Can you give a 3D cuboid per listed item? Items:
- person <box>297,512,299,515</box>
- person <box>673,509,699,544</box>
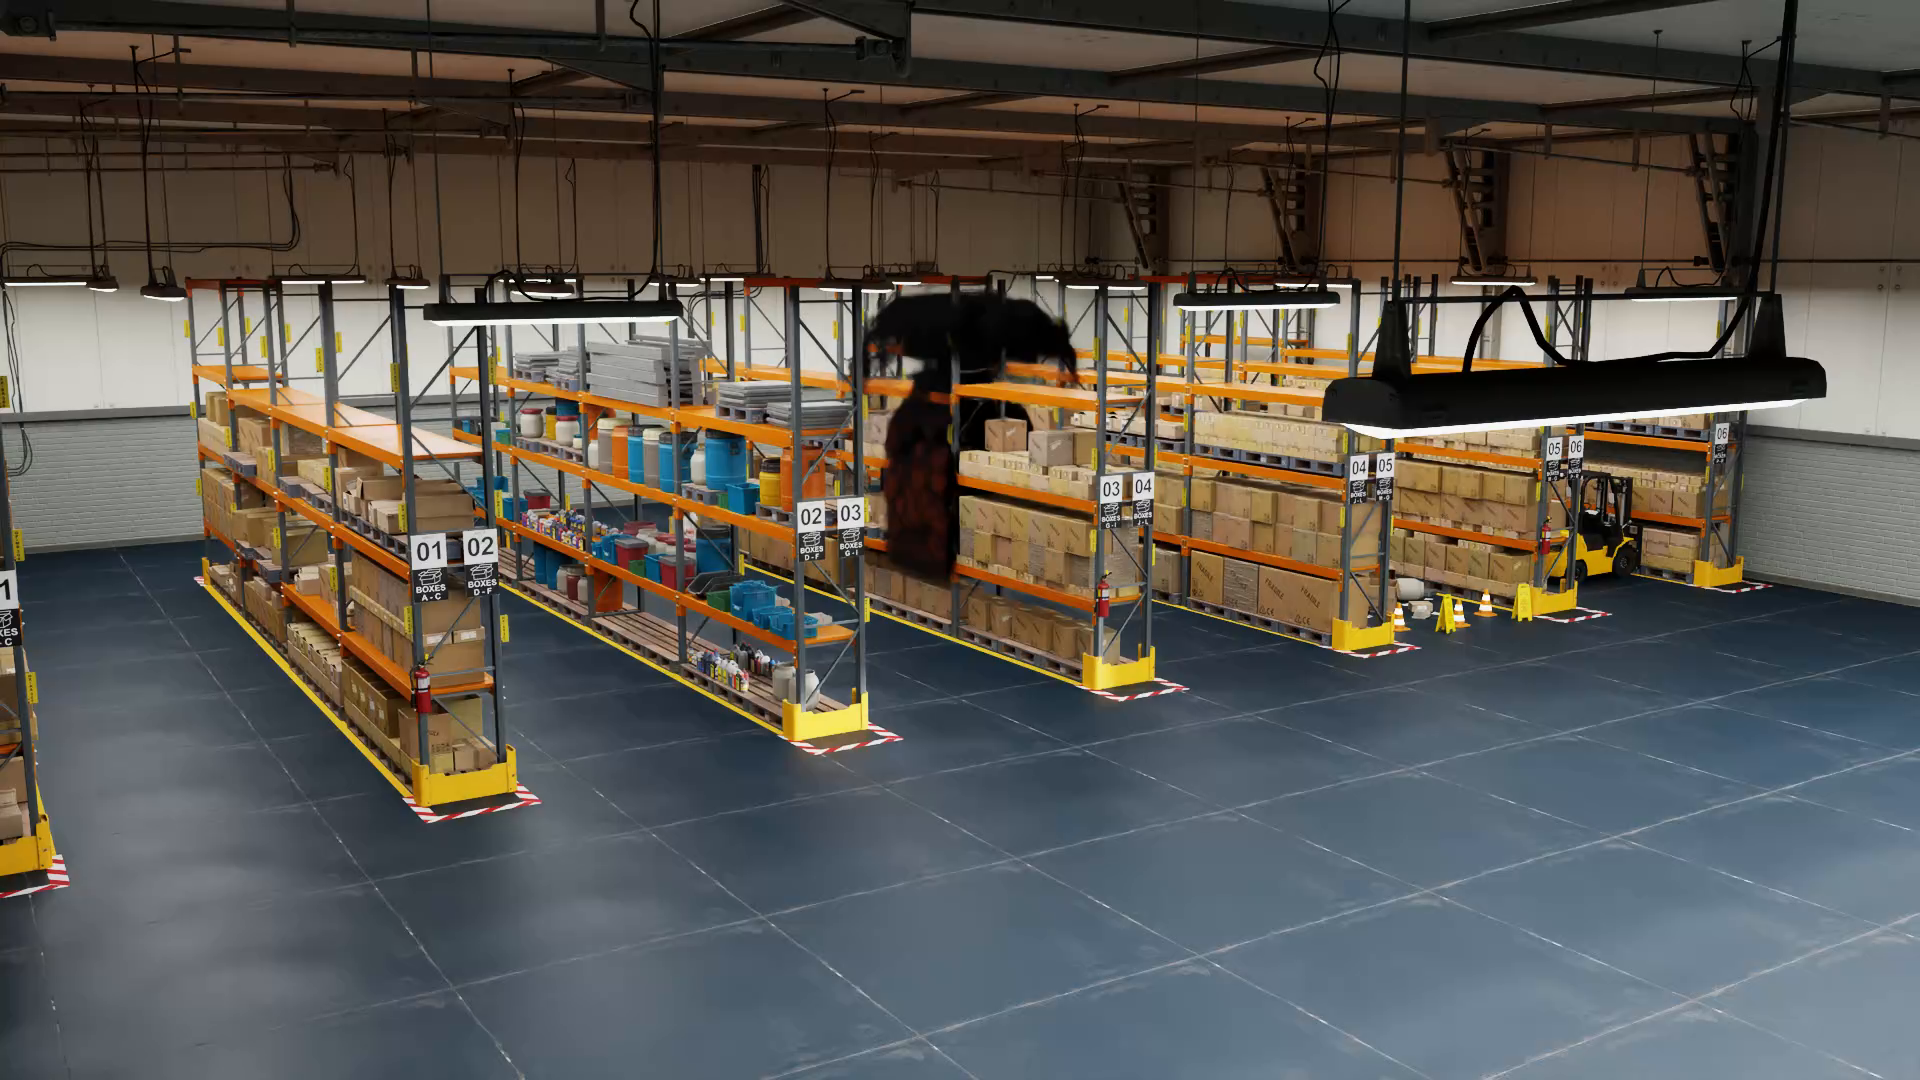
[{"bbox_3d":[-13.444,-0.212,34.354,0.800,1.652,0.593,6,11,33],"label":"person"},{"bbox_3d":[-5.332,-0.014,32.831,0.643,1.732,0.603,-8,12,-38],"label":"person"}]
